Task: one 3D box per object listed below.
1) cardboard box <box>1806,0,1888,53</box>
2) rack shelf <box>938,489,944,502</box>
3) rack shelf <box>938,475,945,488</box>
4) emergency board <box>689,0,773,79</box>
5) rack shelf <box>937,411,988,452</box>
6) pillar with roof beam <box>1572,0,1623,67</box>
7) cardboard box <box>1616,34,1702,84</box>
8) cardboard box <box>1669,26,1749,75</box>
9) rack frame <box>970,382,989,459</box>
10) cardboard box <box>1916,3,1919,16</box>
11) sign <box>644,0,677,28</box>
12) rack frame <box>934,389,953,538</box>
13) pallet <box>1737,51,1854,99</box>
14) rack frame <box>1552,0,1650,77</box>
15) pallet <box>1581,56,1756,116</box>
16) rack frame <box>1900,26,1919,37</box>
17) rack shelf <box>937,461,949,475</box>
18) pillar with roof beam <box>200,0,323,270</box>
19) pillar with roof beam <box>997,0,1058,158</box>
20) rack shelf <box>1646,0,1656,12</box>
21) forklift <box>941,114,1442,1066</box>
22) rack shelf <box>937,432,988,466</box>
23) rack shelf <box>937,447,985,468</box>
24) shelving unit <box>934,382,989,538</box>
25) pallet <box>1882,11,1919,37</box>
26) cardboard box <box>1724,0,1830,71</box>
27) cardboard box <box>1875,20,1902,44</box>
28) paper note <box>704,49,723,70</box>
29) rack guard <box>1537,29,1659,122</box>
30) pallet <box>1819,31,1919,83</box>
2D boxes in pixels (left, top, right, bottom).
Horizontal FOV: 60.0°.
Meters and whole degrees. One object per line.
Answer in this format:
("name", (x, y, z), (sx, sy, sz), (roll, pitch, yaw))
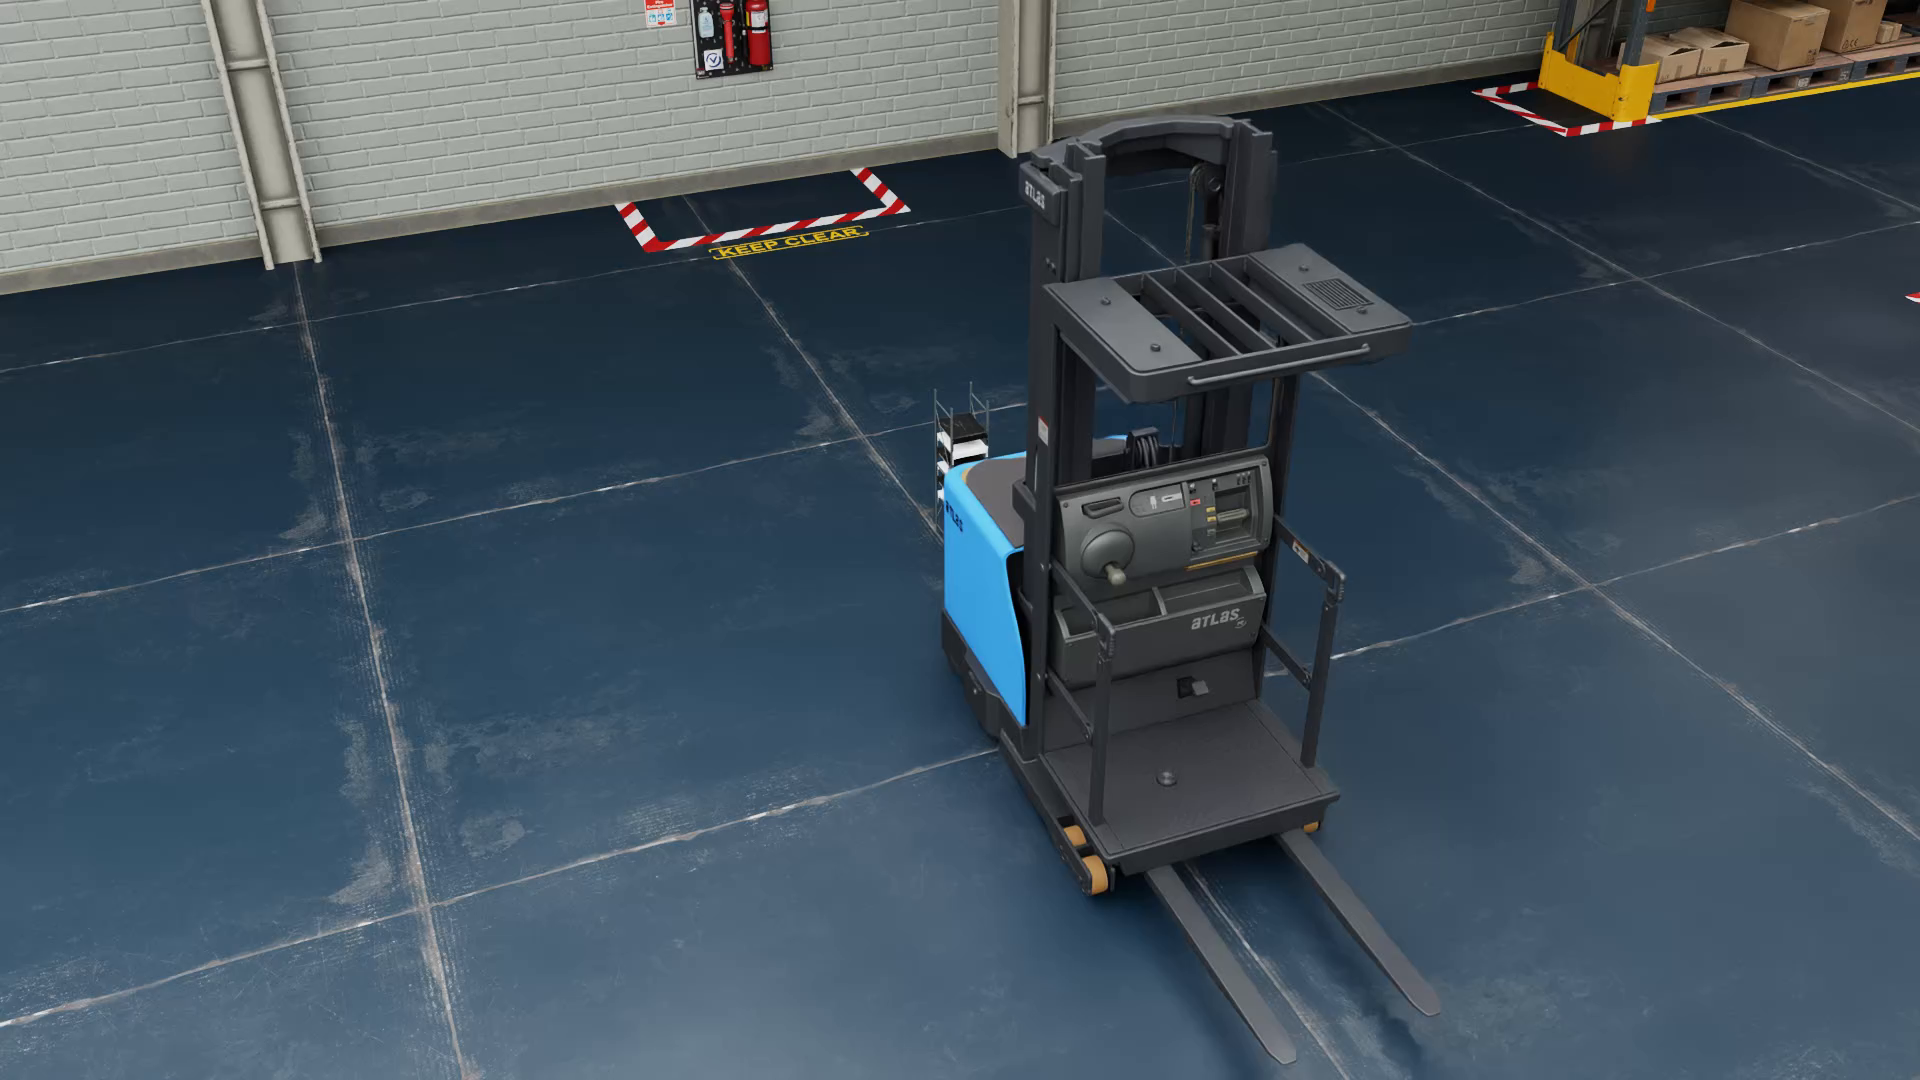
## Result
("cardboard box", (8.527, -5.053, 16.073), (0.500, 0.500, 0.500), (-16, 36, -22))
("rack shelf", (0.007, -0.200, 9.042), (0.200, 0.077, 0.258), (-13, 35, -19))
("rack shelf", (0.007, -0.276, 8.992), (0.200, 0.077, 0.258), (-13, 35, -19))
("emergency board", (-1.735, -4.125, 12.757), (0.643, 1.169, 0.194), (-13, 35, -19))
("rack shelf", (0.007, -0.577, 8.796), (0.200, 0.077, 0.258), (-13, 35, -19))
("pillar with roof beam", (7.757, -6.244, 10.513), (0.400, 9.000, 9.100), (-13, 35, -19))
("cardboard box", (6.453, -4.470, 15.349), (0.500, 0.311, 0.500), (-17, 37, -24))
("cardboard box", (6.979, -4.590, 15.534), (0.500, 0.311, 0.500), (-10, 34, -15))
("rack frame", (0.101, -0.400, 8.958), (0.006, 0.900, 0.240), (-13, 35, -19))
("cardboard box", (10.141, -5.456, 16.692), (0.500, 0.500, 0.700), (-12, 35, -17))
("sign", (-2.284, -4.075, 12.648), (0.234, 0.329, 0.001), (-13, 35, -19))
("rack frame", (-0.086, -0.357, 8.892), (0.006, 0.900, 0.240), (-13, 35, -19))
("pallet", (7.736, -4.568, 15.995), (1.213, 0.211, 1.003), (-13, 35, -19))
("rack frame", (5.780, -5.311, 14.581), (0.127, 3.000, 1.000), (-13, 35, -19))
("pallet", (6.613, -4.312, 15.602), (1.213, 0.211, 1.003), (-13, 35, -19))
("rack frame", (9.468, -6.156, 15.879), (0.127, 3.000, 1.000), (-13, 35, -19))
("rack shelf", (0.007, -0.351, 8.943), (0.200, 0.077, 0.258), (-13, 35, -19))
("pillar with roof beam", (-3.307, -3.710, 6.619), (0.400, 9.000, 9.100), (-13, 35, -19))
("pillar with roof beam", (2.225, -4.977, 8.566), (0.400, 9.000, 9.100), (-13, 35, -19))
("rack shelf", (7.624, -5.432, 15.426), (4.000, 0.370, 1.077), (-13, 35, -19))
("forklift", (0.913, -0.015, 6.503), (1.130, 2.935, 3.031), (-12, 35, -18))
("rack shelf", (0.007, -0.502, 8.845), (0.200, 0.077, 0.258), (-13, 35, -19))
("rack shelf", (0.007, -0.426, 8.894), (0.200, 0.077, 0.258), (-13, 35, -19))
("shelving unit", (0.007, -0.379, 8.925), (0.210, 0.900, 0.258), (-13, 35, -19))
("pallet", (10.186, -5.152, 16.893), (1.213, 0.211, 1.003), (-13, 35, -19))
("cardboard box", (7.674, -4.799, 15.682), (0.500, 0.500, 0.700), (-15, 36, -22))
("cardboard box", (8.987, -5.025, 16.335), (0.250, 0.166, 0.380), (-18, 37, -25))
("paper note", (-1.925, -3.753, 12.993), (0.142, 0.148, 0.016), (-13, 35, -19))
("rack guard", (5.850, -4.280, 15.287), (0.348, 0.500, 1.175), (-13, 35, -19))
("pallet", (8.863, -4.828, 16.394), (1.213, 0.211, 1.003), (-13, 35, -19))
